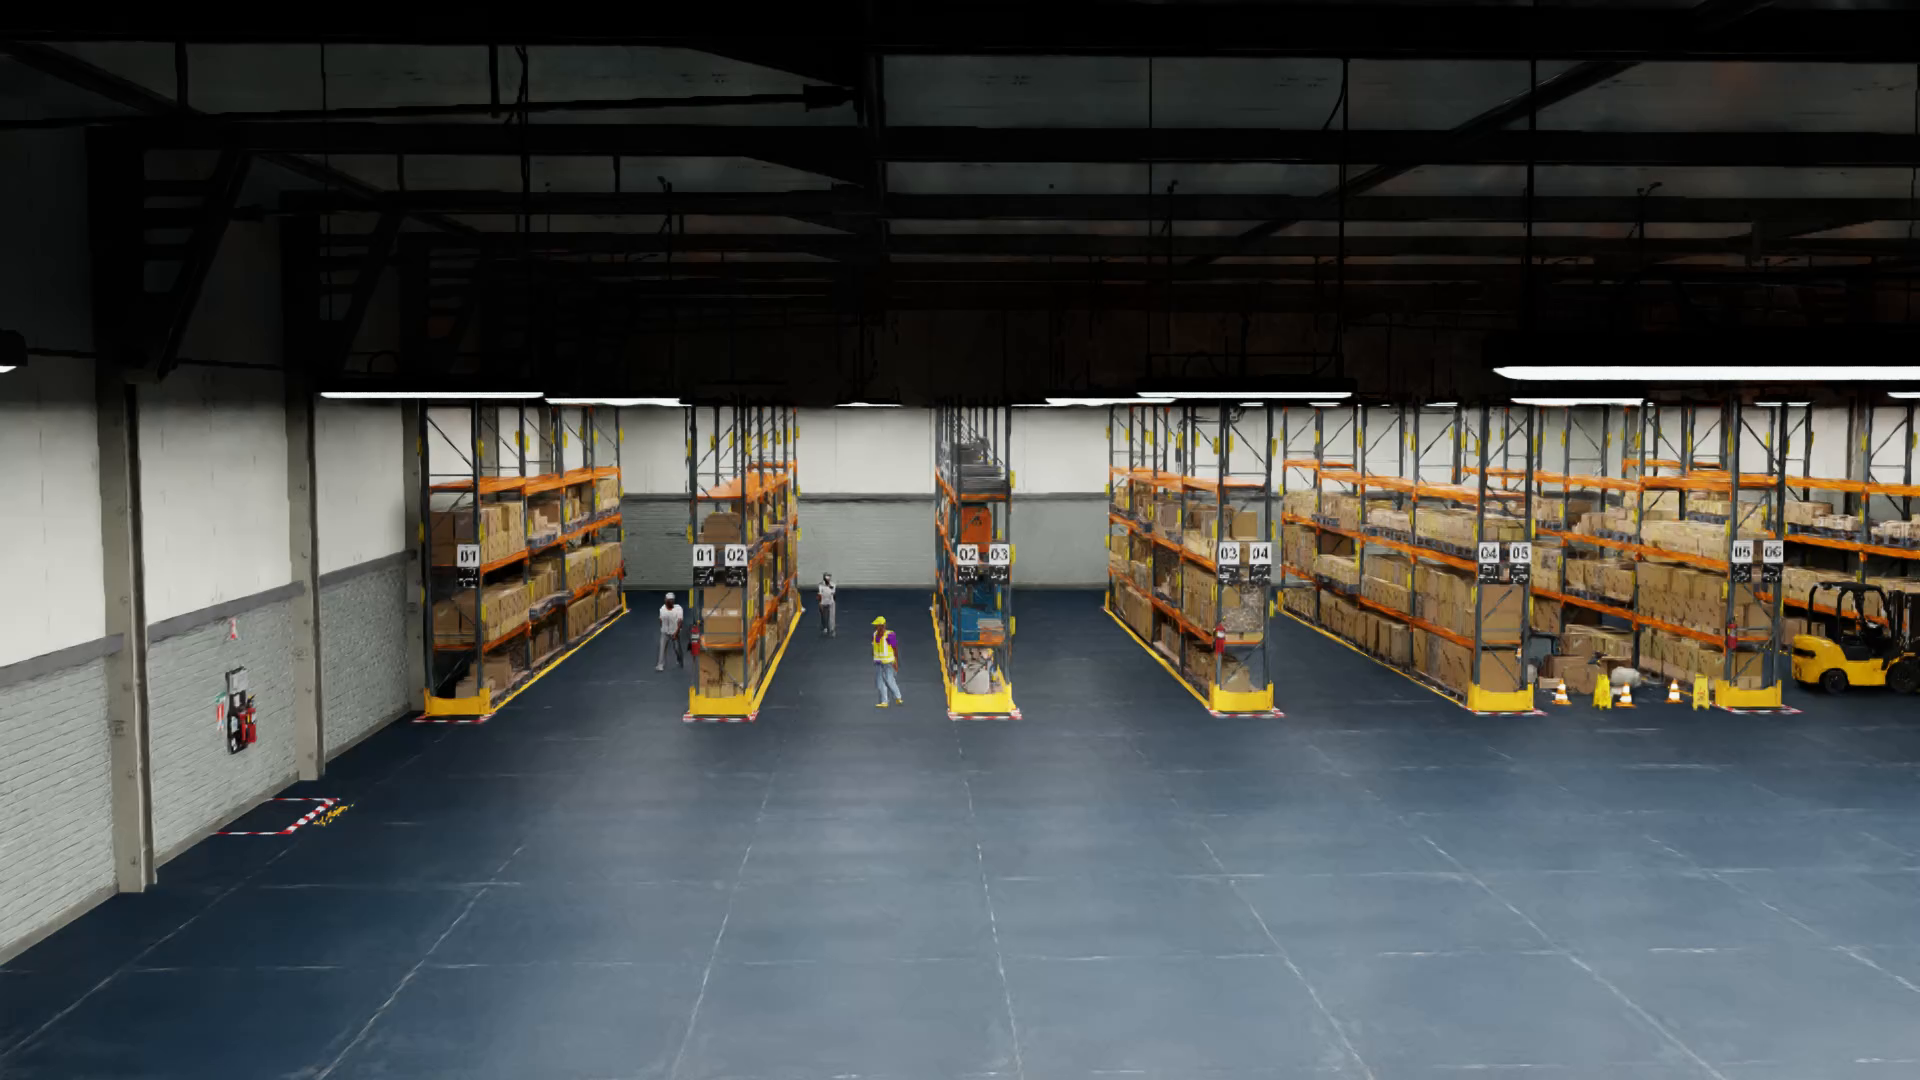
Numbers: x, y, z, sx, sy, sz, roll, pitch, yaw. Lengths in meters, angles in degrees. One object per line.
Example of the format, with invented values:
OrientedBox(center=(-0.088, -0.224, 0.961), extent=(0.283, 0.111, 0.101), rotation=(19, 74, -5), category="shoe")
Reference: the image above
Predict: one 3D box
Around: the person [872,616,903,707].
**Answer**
OrientedBox(center=(-1.415, 2.332, 32.025), extent=(0.611, 1.753, 0.582), rotation=(3, 5, 34), category="person")

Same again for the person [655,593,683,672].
OrientedBox(center=(-6.325, 1.998, 36.379), extent=(0.571, 1.706, 1.042), rotation=(1, 5, 7), category="person")

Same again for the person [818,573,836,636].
OrientedBox(center=(-3.363, 1.600, 42.075), extent=(0.455, 1.588, 1.089), rotation=(0, 5, -4), category="person")

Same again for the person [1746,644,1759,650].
OrientedBox(center=(16.903, 2.078, 35.561), extent=(0.463, 1.677, 0.524), rotation=(2, 5, 28), category="person")
